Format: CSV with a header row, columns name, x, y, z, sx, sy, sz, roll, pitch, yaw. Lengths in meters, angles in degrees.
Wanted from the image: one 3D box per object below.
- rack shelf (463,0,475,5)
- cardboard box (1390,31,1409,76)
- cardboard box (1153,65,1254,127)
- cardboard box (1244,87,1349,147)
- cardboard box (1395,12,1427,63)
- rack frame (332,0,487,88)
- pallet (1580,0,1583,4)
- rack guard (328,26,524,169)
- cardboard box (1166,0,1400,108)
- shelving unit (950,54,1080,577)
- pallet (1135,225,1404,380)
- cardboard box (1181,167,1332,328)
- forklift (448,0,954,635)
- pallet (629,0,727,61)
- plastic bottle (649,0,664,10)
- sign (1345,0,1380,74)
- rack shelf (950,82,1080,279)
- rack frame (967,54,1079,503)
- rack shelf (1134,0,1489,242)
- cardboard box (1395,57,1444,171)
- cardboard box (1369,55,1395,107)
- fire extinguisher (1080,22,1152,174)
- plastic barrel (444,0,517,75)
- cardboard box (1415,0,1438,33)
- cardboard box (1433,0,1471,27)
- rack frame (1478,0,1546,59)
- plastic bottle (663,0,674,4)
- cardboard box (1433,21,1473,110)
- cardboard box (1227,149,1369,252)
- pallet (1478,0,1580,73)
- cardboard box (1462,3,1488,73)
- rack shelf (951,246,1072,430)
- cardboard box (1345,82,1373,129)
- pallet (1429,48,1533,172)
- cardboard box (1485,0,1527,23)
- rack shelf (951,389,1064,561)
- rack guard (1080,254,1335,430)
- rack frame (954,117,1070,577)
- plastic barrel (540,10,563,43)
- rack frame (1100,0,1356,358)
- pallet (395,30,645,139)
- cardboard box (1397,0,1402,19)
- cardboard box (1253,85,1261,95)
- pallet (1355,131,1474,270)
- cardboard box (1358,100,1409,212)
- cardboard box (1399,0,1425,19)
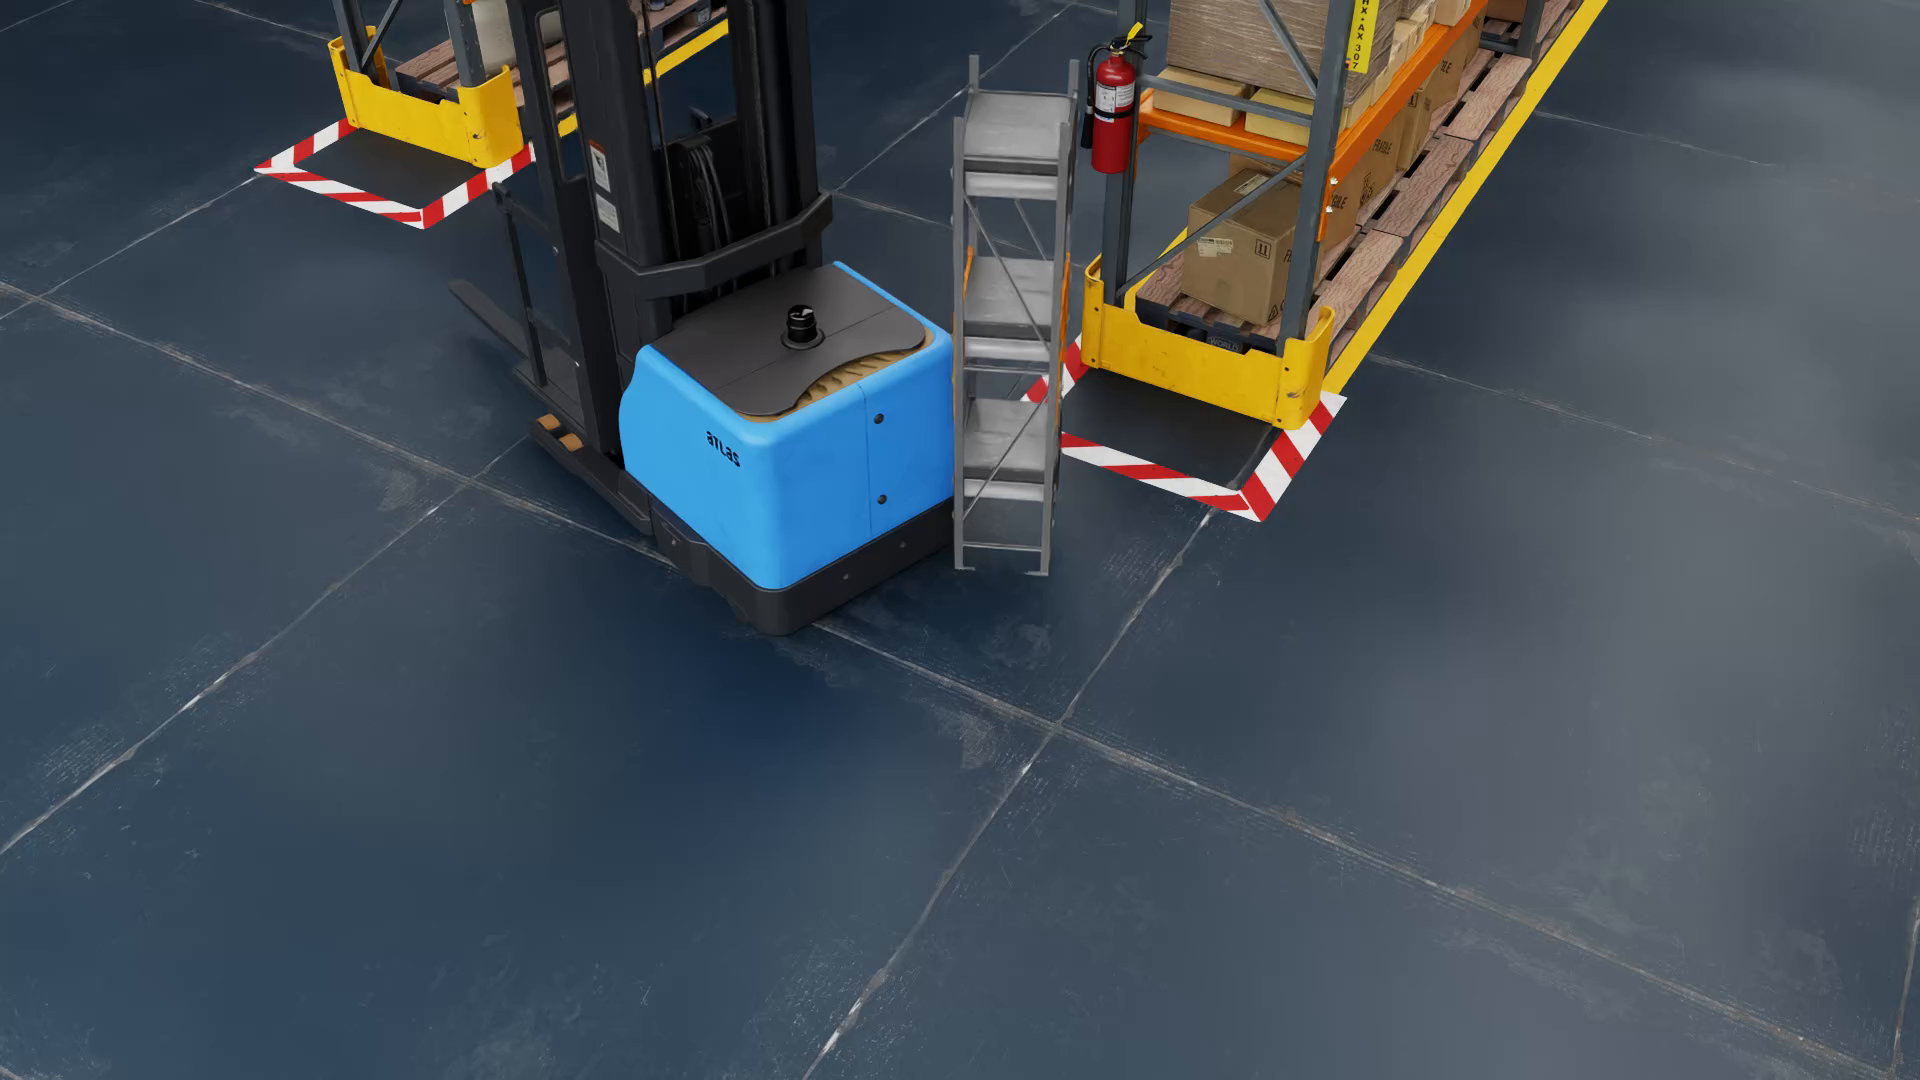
name,x,y,z,sx,sy,sz,roll,pitch,yaw
rack shelf,-2.160,-4.387,10.506,1.077,0.370,4.000,21,45,22
cardboard box,1.864,-2.289,7.770,0.380,0.149,0.250,21,45,22
cardboard box,1.092,-2.012,7.455,0.380,0.149,0.250,21,45,22
cardboard box,1.477,-1.865,7.288,0.380,0.149,0.250,21,45,22
cardboard box,1.995,-2.430,7.930,0.380,0.149,0.250,21,45,22
rack frame,-3.160,-3.513,8.969,1.000,3.000,0.127,21,45,22
pallet,4.127,-4.264,11.932,1.003,0.211,1.213,21,45,22
rack guard,-3.163,-2.634,9.862,1.175,0.500,0.348,21,45,22
cardboard box,1.427,-2.329,7.325,0.875,0.500,0.500,21,45,22
shelving unit,0.206,-0.812,6.582,0.431,2.100,0.503,4,42,5
pallet,1.603,-1.325,8.595,1.003,0.211,1.213,21,45,22
cardboard box,1.455,-1.446,8.196,0.500,0.500,0.500,30,49,29
forklift,-1.342,-1.615,6.867,1.130,2.935,3.031,-30,49,-29
pallet,-2.141,-3.684,11.273,1.003,0.211,1.213,21,45,22
plastic bottle,-1.983,-3.588,10.786,0.097,0.271,0.097,0,41,0
sign,1.598,-2.020,6.619,0.100,0.325,0.005,21,45,22
rack shelf,0.206,-1.327,6.129,0.431,0.518,0.480,4,42,5
rack frame,0.233,-0.972,6.764,0.400,2.100,0.015,4,42,5
rack shelf,2.129,-2.749,8.646,1.077,0.370,4.000,21,45,22
cardboard box,2.372,-2.456,9.343,0.500,0.500,0.500,17,44,18
cardboard box,1.757,-2.139,7.600,0.380,0.149,0.250,21,45,22
fire extinguisher,0.672,-1.932,7.233,0.296,0.674,0.183,21,45,22
plastic barrel,-2.897,-3.138,10.109,0.421,0.512,0.421,0,41,0
cardboard box,2.097,-2.582,8.102,0.380,0.149,0.250,21,45,22
cardboard box,2.311,-2.691,8.226,0.380,0.149,0.250,21,45,22
rack frame,3.129,-4.163,9.708,1.000,3.000,0.127,21,45,22
plastic bottle,-1.932,-3.621,10.877,0.097,0.201,0.097,0,41,0
cardboard box,2.615,-2.837,9.776,0.500,0.500,0.500,-30,50,-30
cardboard box,1.724,-1.799,8.597,0.500,0.500,0.500,-33,51,-32
pallet,3.518,-3.563,11.136,1.003,0.211,1.213,21,45,22
cardboard box,2.895,-3.167,10.151,0.500,0.500,0.500,20,45,21
rack shelf,0.206,-0.801,6.591,0.431,0.518,0.480,4,42,5
cardboard box,1.619,-2.001,7.443,0.380,0.149,0.250,21,45,22
pallet,2.824,-2.721,10.180,1.003,0.211,1.213,21,45,22
cardboard box,3.455,-3.735,10.780,0.700,0.500,0.500,18,44,19
rack shelf,0.205,-0.276,7.054,0.431,0.518,0.480,4,42,5
rack guard,1.166,-0.980,7.985,1.175,0.500,0.348,21,45,22
rack frame,0.178,-0.651,6.401,0.400,2.100,0.015,4,42,5
plastic barrel,-2.646,-3.425,10.435,0.421,0.512,0.421,0,41,0
rack frame,1.128,-1.875,7.109,1.000,3.000,0.127,21,45,22
pallet,-2.752,-2.988,10.484,1.003,0.211,1.213,21,45,22
cardboard box,1.573,-2.655,7.695,0.875,0.500,0.500,21,45,22
cardboard box,1.217,-2.154,7.617,0.380,0.149,0.250,21,45,22
pallet,2.214,-2.020,9.384,1.003,0.211,1.213,21,45,22
cardboard box,2.054,-2.151,8.997,0.500,0.500,0.500,25,47,26
cardboard box,1.861,-2.927,8.003,0.875,0.500,0.500,21,45,22
